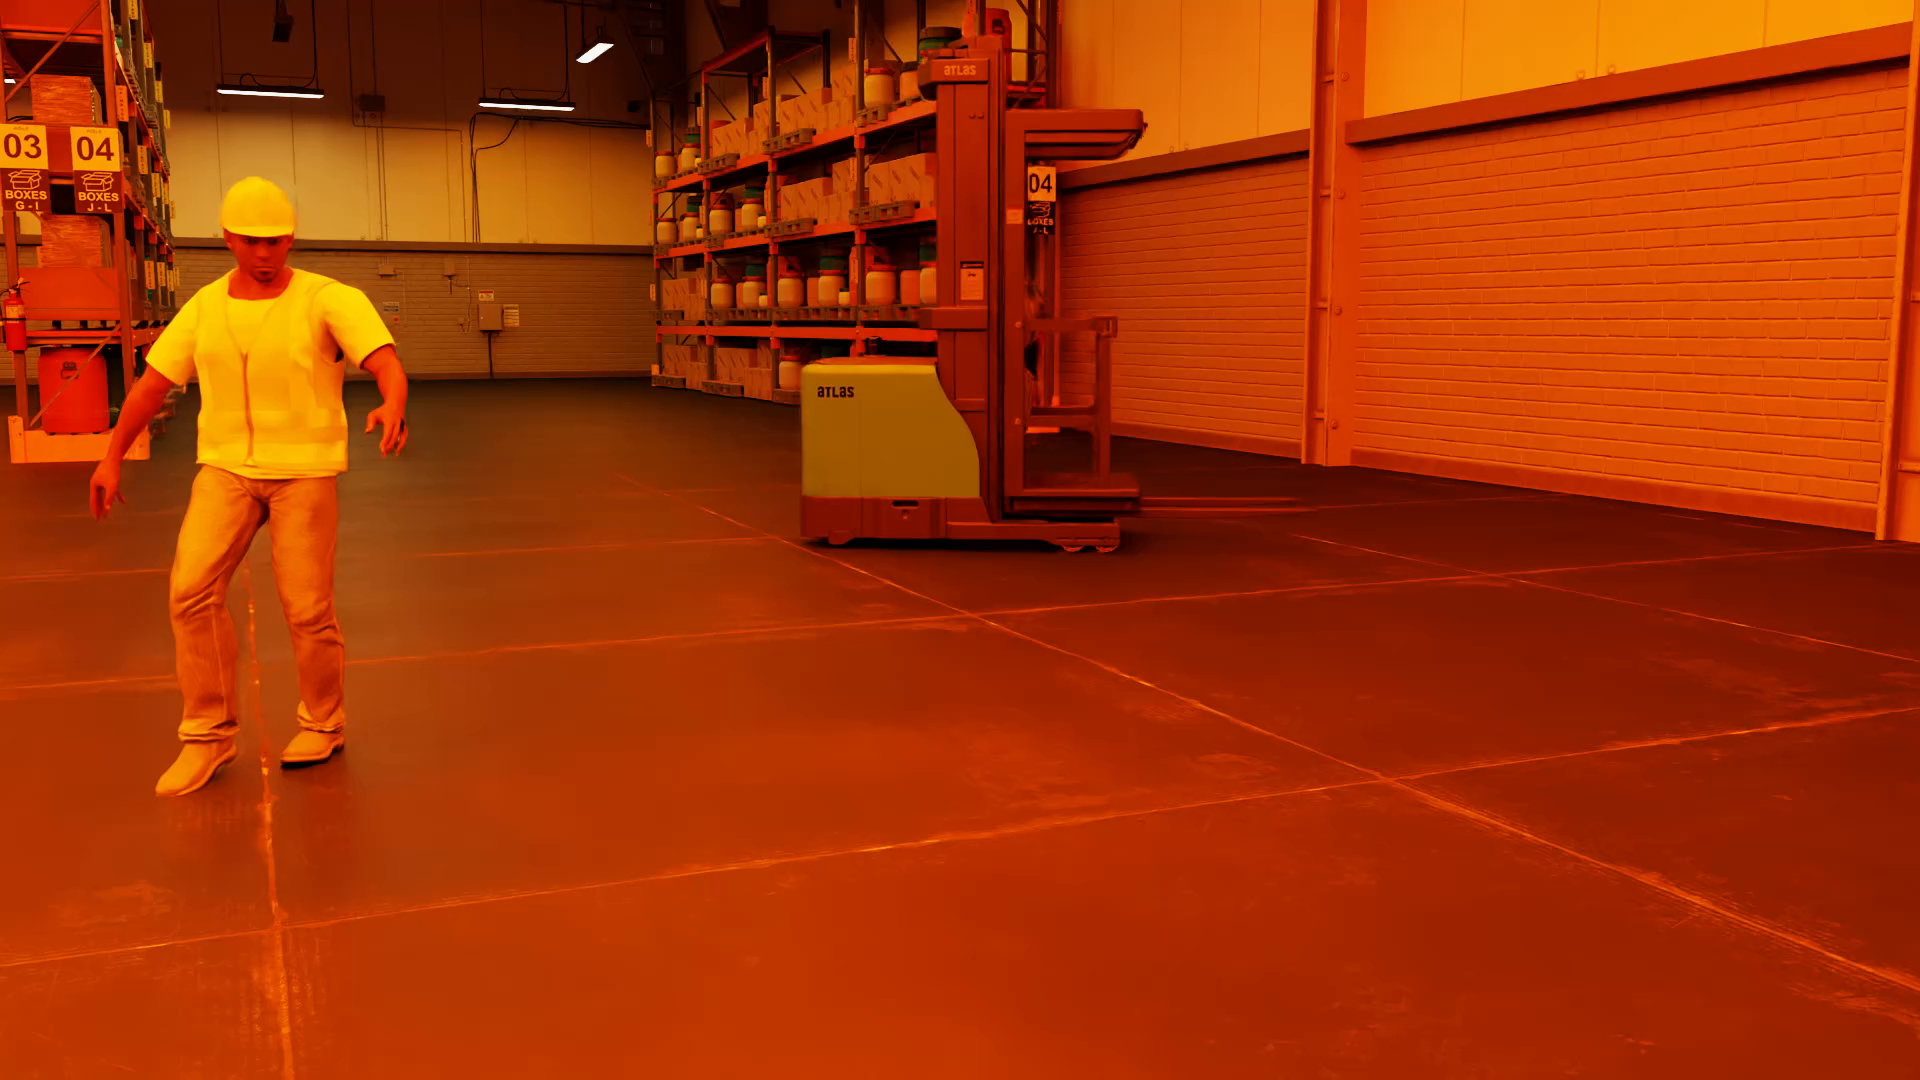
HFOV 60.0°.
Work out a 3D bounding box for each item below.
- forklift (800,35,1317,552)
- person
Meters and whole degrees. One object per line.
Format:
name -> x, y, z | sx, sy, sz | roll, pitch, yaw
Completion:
forklift -> 0.592, -1.454, 9.967 | 3.031, 2.935, 1.130 | 0, 8, 3
person -> -2.072, -0.171, 4.857 | 1.039, 1.759, 0.615 | 0, 8, 1
